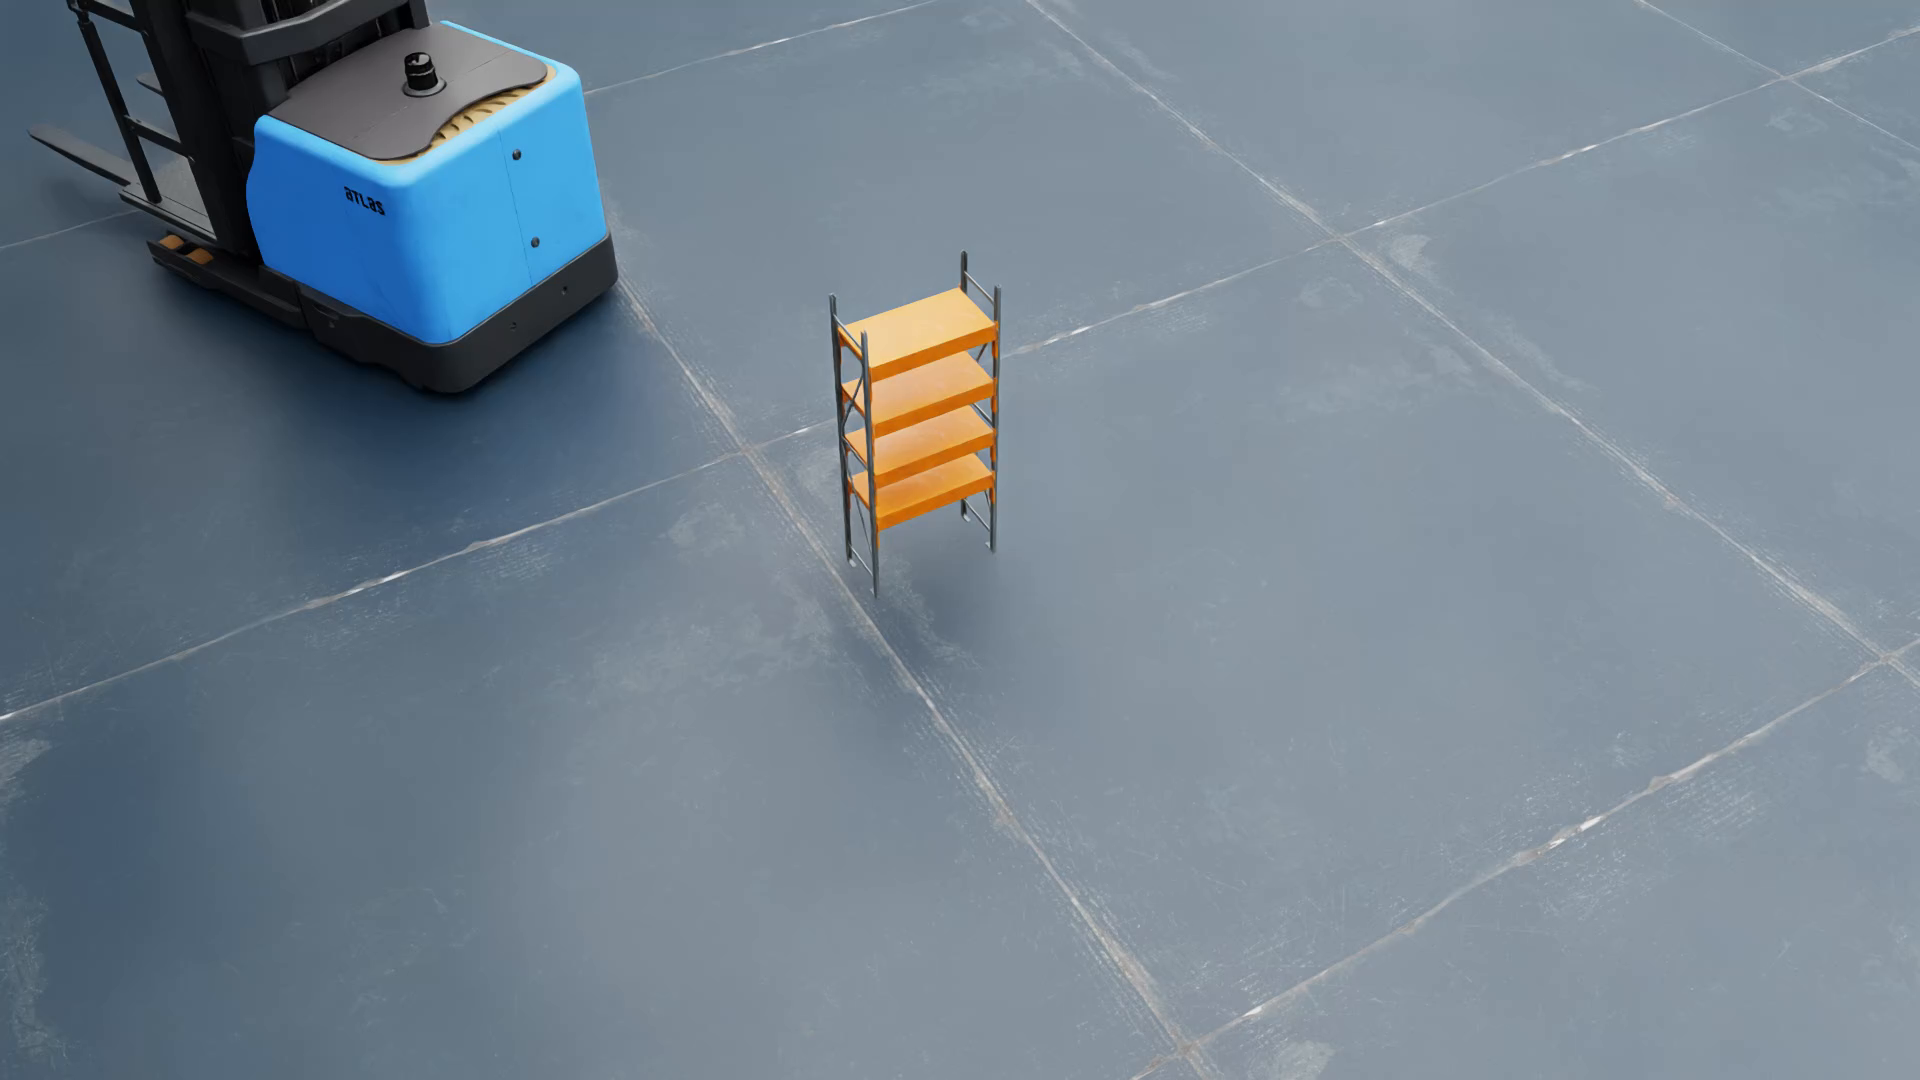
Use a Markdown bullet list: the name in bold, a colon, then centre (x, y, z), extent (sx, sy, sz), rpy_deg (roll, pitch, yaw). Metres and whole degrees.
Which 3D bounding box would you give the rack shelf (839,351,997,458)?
- **rack shelf**: centre (-0.144, -0.485, 5.664), extent (0.480, 0.148, 0.258), rpy_deg (-22, 48, -21)

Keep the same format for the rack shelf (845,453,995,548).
- **rack shelf**: centre (-0.144, -0.182, 5.958), extent (0.480, 0.148, 0.258), rpy_deg (-22, 48, -21)

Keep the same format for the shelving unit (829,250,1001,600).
- **shelving unit**: centre (-0.144, -0.373, 5.773), extent (0.503, 1.200, 0.258), rpy_deg (-22, 48, -21)

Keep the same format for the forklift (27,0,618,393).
- **forklift**: centre (-3.017, -2.458, 6.678), extent (3.031, 2.935, 1.130), rpy_deg (25, 49, 24)

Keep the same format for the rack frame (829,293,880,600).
- **rack frame**: centre (-0.355, -0.288, 5.686), extent (0.015, 1.200, 0.240), rpy_deg (-22, 48, -21)

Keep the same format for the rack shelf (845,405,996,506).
- **rack shelf**: centre (-0.144, -0.325, 5.820), extent (0.480, 0.148, 0.258), rpy_deg (-22, 48, -21)

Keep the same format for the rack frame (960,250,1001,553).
- **rack frame**: centre (0.068, -0.458, 5.860), extent (0.015, 1.200, 0.240), rpy_deg (-22, 48, -21)

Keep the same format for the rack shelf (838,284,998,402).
- **rack shelf**: centre (-0.144, -0.655, 5.499), extent (0.480, 0.148, 0.258), rpy_deg (-22, 48, -21)
